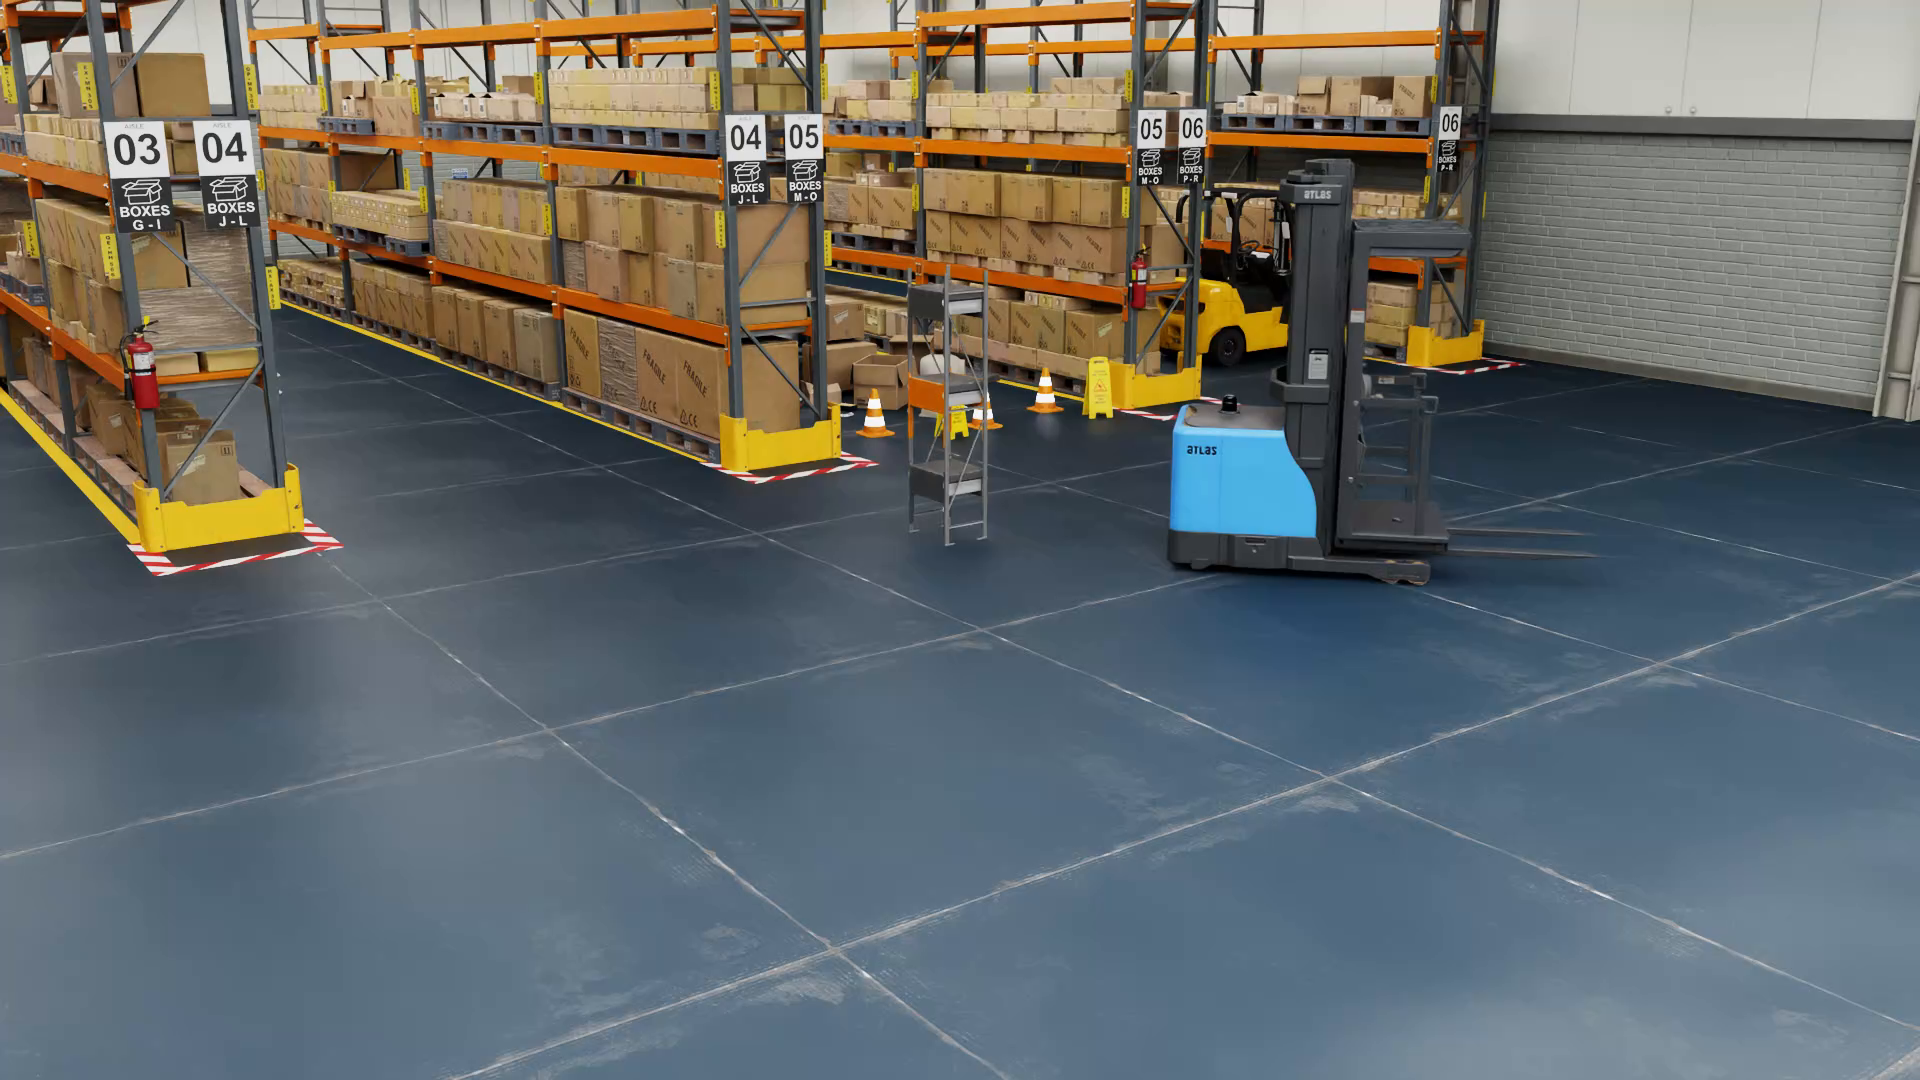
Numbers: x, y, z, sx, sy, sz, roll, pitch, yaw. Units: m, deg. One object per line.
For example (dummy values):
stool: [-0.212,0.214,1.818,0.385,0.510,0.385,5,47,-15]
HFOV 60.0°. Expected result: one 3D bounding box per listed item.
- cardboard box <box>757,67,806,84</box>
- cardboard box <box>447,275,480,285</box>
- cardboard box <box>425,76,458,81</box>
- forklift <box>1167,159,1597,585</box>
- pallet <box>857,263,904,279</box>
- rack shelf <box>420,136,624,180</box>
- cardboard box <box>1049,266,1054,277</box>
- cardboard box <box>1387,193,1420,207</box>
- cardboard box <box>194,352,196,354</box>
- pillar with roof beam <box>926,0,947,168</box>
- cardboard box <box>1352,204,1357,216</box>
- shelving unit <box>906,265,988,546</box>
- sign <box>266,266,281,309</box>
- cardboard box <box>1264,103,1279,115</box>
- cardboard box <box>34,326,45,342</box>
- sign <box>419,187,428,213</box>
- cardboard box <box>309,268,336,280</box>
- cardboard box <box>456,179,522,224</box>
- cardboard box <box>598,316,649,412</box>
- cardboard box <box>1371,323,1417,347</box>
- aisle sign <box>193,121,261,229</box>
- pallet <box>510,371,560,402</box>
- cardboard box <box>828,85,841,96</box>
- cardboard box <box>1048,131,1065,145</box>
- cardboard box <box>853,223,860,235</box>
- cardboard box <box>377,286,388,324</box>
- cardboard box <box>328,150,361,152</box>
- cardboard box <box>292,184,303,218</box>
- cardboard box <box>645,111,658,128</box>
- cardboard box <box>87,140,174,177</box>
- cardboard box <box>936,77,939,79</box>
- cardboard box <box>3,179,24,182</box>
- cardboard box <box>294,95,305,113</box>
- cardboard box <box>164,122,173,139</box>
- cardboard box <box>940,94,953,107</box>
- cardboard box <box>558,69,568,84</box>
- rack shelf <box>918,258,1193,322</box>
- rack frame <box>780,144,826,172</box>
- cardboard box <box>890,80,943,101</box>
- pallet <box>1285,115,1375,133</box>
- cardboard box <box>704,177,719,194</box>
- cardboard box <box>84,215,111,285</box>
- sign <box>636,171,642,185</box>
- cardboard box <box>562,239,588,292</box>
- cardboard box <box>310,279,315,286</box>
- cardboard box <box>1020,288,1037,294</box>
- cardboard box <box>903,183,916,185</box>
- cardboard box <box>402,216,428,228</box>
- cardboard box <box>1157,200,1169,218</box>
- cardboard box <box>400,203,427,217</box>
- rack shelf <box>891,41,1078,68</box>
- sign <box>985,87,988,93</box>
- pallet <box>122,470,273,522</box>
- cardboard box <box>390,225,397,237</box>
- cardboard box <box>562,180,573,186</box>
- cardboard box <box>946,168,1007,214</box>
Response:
cardboard box: [-1.645,-4.283,15.342,0.380,0.149,0.250,-11,19,-34]
cardboard box: [-6.619,-3.453,22.530,0.500,0.250,0.500,-12,19,-37]
cardboard box: [-6.909,-6.062,22.220,0.396,0.266,0.258,-11,19,-35]
forklift: [3.097,-1.243,12.065,3.031,2.935,1.130,3,16,10]
pallet: [-1.207,-5.127,31.408,1.003,0.211,1.213,-11,19,-35]
rack shelf: [-5.234,-4.583,19.818,1.077,0.370,4.000,-11,19,-35]
cardboard box: [1.261,-3.139,19.338,0.380,0.149,0.250,-11,19,-34]
cardboard box: [5.700,-4.359,21.338,0.380,0.149,0.250,-11,19,-34]
cardboard box: [-6.018,-1.542,13.504,0.380,0.149,0.250,-11,19,-35]
pillar with roof beam: [-3.967,-8.839,28.325,9.100,9.000,0.400,-11,19,-35]
cardboard box: [5.212,-4.374,21.956,0.380,0.149,0.250,-12,19,-36]
shelving unit: [-0.097,-1.048,12.928,0.431,2.100,0.503,-11,19,-35]
sign: [-5.338,-1.955,12.897,0.100,0.325,0.005,-11,19,-35]
cardboard box: [4.370,-5.886,22.709,0.380,0.149,0.250,-10,18,-33]
cardboard box: [-10.063,-2.391,18.612,0.500,0.250,0.500,-10,18,-32]
sign: [-6.843,-4.344,21.222,0.100,0.325,0.005,-11,19,-35]
cardboard box: [-10.007,-4.181,26.148,0.380,0.149,0.250,-12,19,-36]
cardboard box: [-5.855,-4.235,20.784,0.700,0.500,0.500,-11,19,-35]
cardboard box: [-3.211,-1.896,17.552,0.875,0.875,0.875,-11,19,-34]
cardboard box: [5.720,-2.690,21.637,0.500,0.250,0.500,-11,19,-34]
aisle sign: [-5.498,-2.740,12.482,0.394,0.787,0.004,-11,19,-35]
pallet: [-4.572,-1.864,19.486,1.003,0.211,1.213,-11,19,-35]
cardboard box: [-2.200,-8.481,31.471,0.500,0.250,0.500,-10,18,-33]
cardboard box: [1.221,-4.570,18.886,0.380,0.149,0.250,-11,19,-35]
cardboard box: [-1.227,-4.214,22.471,0.380,0.149,0.250,-11,19,-35]
cardboard box: [-7.910,-3.339,23.535,0.500,0.500,0.500,-10,18,-34]
cardboard box: [-9.719,-5.903,26.313,0.500,0.500,0.500,-12,19,-36]
cardboard box: [-10.155,-5.346,26.175,0.500,0.500,0.500,-11,19,-36]
cardboard box: [-2.774,-4.014,15.868,0.380,0.149,0.250,-11,19,-35]
cardboard box: [-6.266,-2.891,12.560,0.500,0.250,0.500,-10,18,-33]
cardboard box: [-0.569,-8.190,29.779,0.396,0.266,0.258,-11,19,-35]
cardboard box: [-12.056,-4.264,20.885,0.797,0.503,0.637,-11,19,-34]
cardboard box: [-9.845,-6.662,25.390,0.500,0.250,0.500,-10,18,-32]
cardboard box: [-6.074,-3.220,13.005,0.380,0.149,0.250,-11,19,-36]
cardboard box: [-0.015,-5.387,20.359,0.380,0.149,0.250,-10,18,-33]
cardboard box: [-3.967,-4.832,17.346,0.380,0.149,0.250,-11,19,-35]
rack shelf: [1.063,-3.072,19.979,1.077,0.370,4.000,-11,19,-35]
rack frame: [-3.156,-7.179,33.625,1.000,3.000,0.127,-11,19,-35]
cardboard box: [-0.557,-5.768,21.327,0.500,0.250,0.500,-10,18,-33]
pallet: [5.135,-5.583,22.276,1.003,0.211,1.213,-11,19,-35]
cardboard box: [-3.576,-5.515,25.462,0.500,0.500,0.500,-11,19,-34]
cardboard box: [-6.599,-2.312,13.195,0.500,0.500,0.500,-11,19,-35]
sign: [-5.265,-5.923,27.245,0.100,0.325,0.005,-11,19,-35]
cardboard box: [-3.831,-3.051,18.258,0.875,0.550,0.550,-11,19,-35]
cardboard box: [-10.193,-4.167,26.659,0.380,0.149,0.250,-10,18,-32]
cardboard box: [0.752,-2.891,20.948,0.500,0.500,0.500,-10,18,-34]
cardboard box: [-0.731,-4.599,22.649,0.500,0.500,0.500,-11,19,-35]
cardboard box: [-7.068,-4.169,21.745,0.380,0.149,0.250,-10,18,-33]
cardboard box: [3.096,-4.960,24.852,0.500,0.250,0.500,-11,19,-36]
cardboard box: [-7.069,-4.312,21.701,0.380,0.149,0.250,-12,19,-37]
rack shelf: [0.372,-8.252,28.299,1.077,0.370,4.000,-11,19,-35]
sign: [0.321,-5.628,21.294,0.100,0.325,0.005,-11,19,-35]
pallet: [-6.271,-0.303,13.785,1.003,0.211,1.213,-11,19,-35]
cardboard box: [-7.368,-4.133,22.176,0.380,0.149,0.250,-10,18,-34]
cardboard box: [-6.799,-6.205,29.877,0.500,0.500,0.500,-11,19,-35]
cardboard box: [0.253,-4.279,20.383,0.700,0.500,0.500,-11,19,-34]
